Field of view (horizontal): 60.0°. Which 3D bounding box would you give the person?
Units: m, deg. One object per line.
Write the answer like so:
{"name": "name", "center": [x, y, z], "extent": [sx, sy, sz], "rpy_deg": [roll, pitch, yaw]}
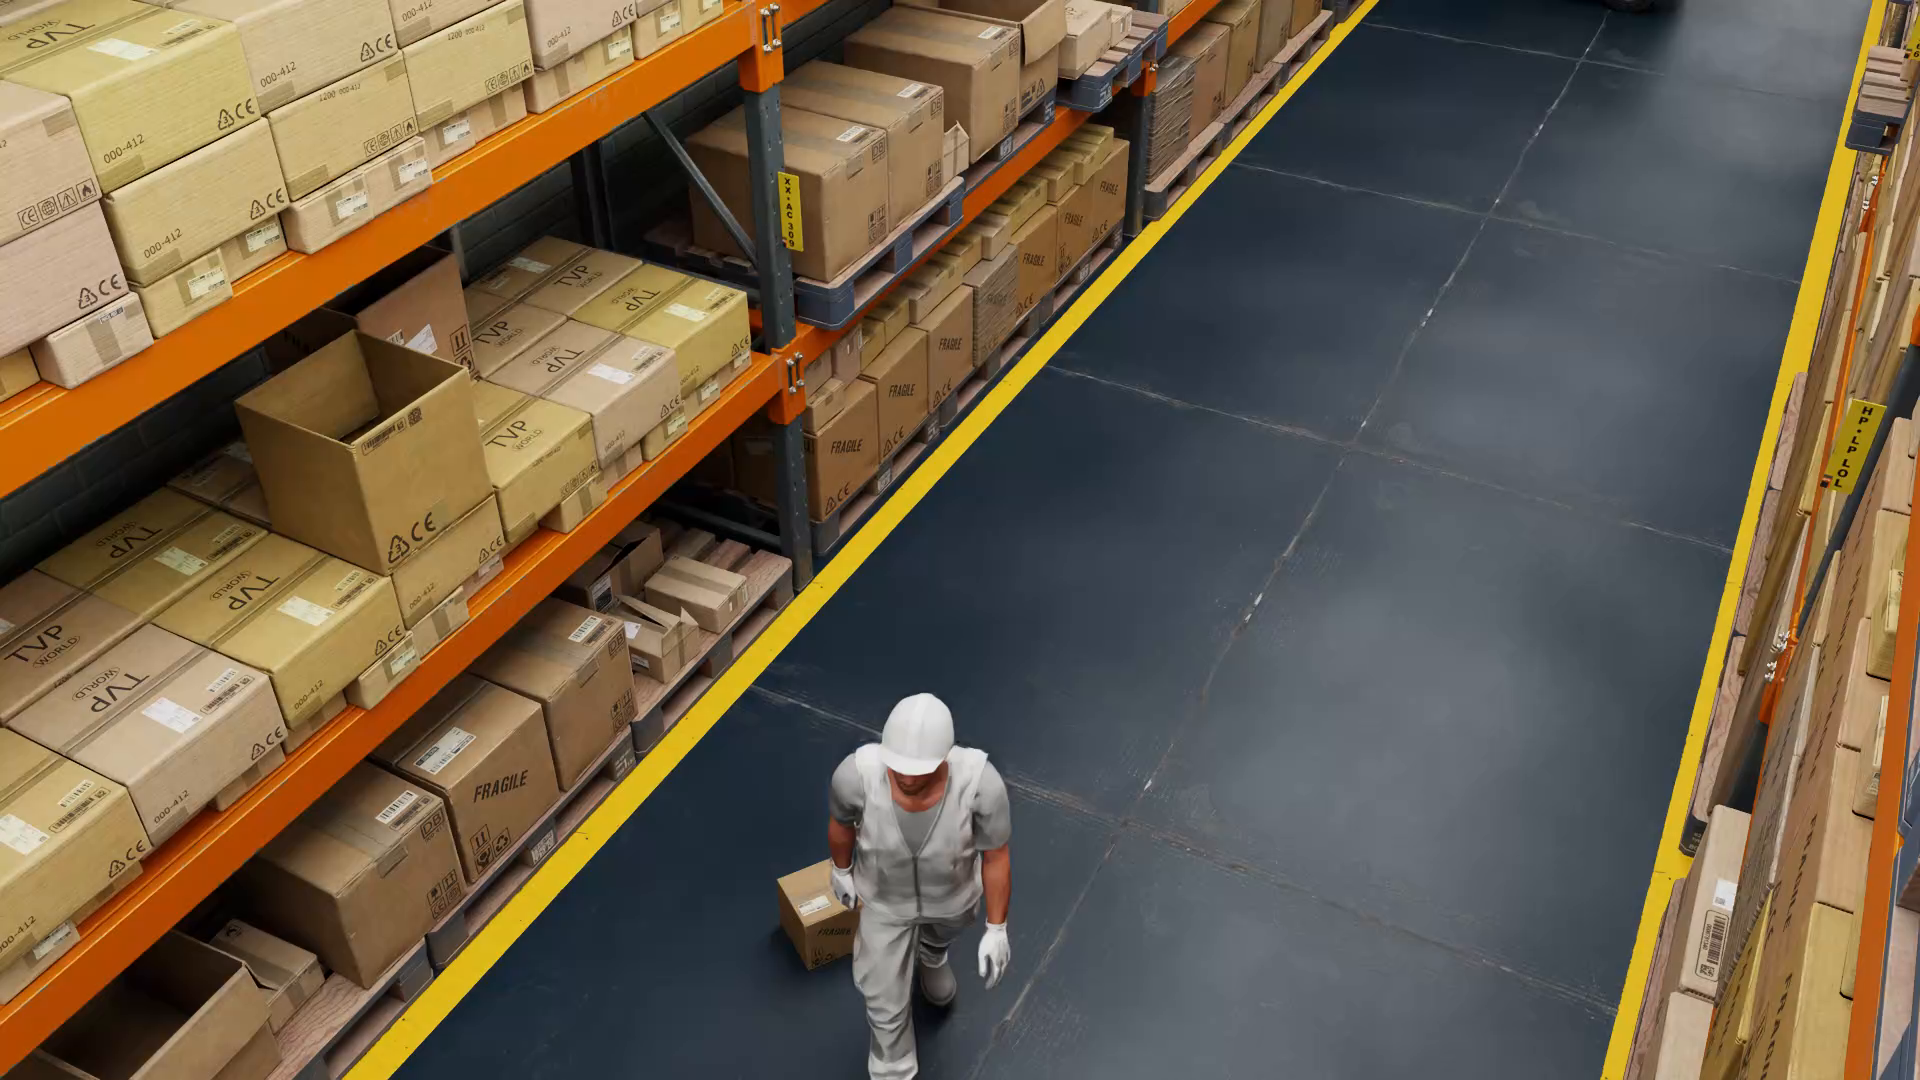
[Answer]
{"name": "person", "center": [-0.125, 1.125, 5.160], "extent": [0.561, 1.737, 1.033], "rpy_deg": [-2, 38, -3]}
